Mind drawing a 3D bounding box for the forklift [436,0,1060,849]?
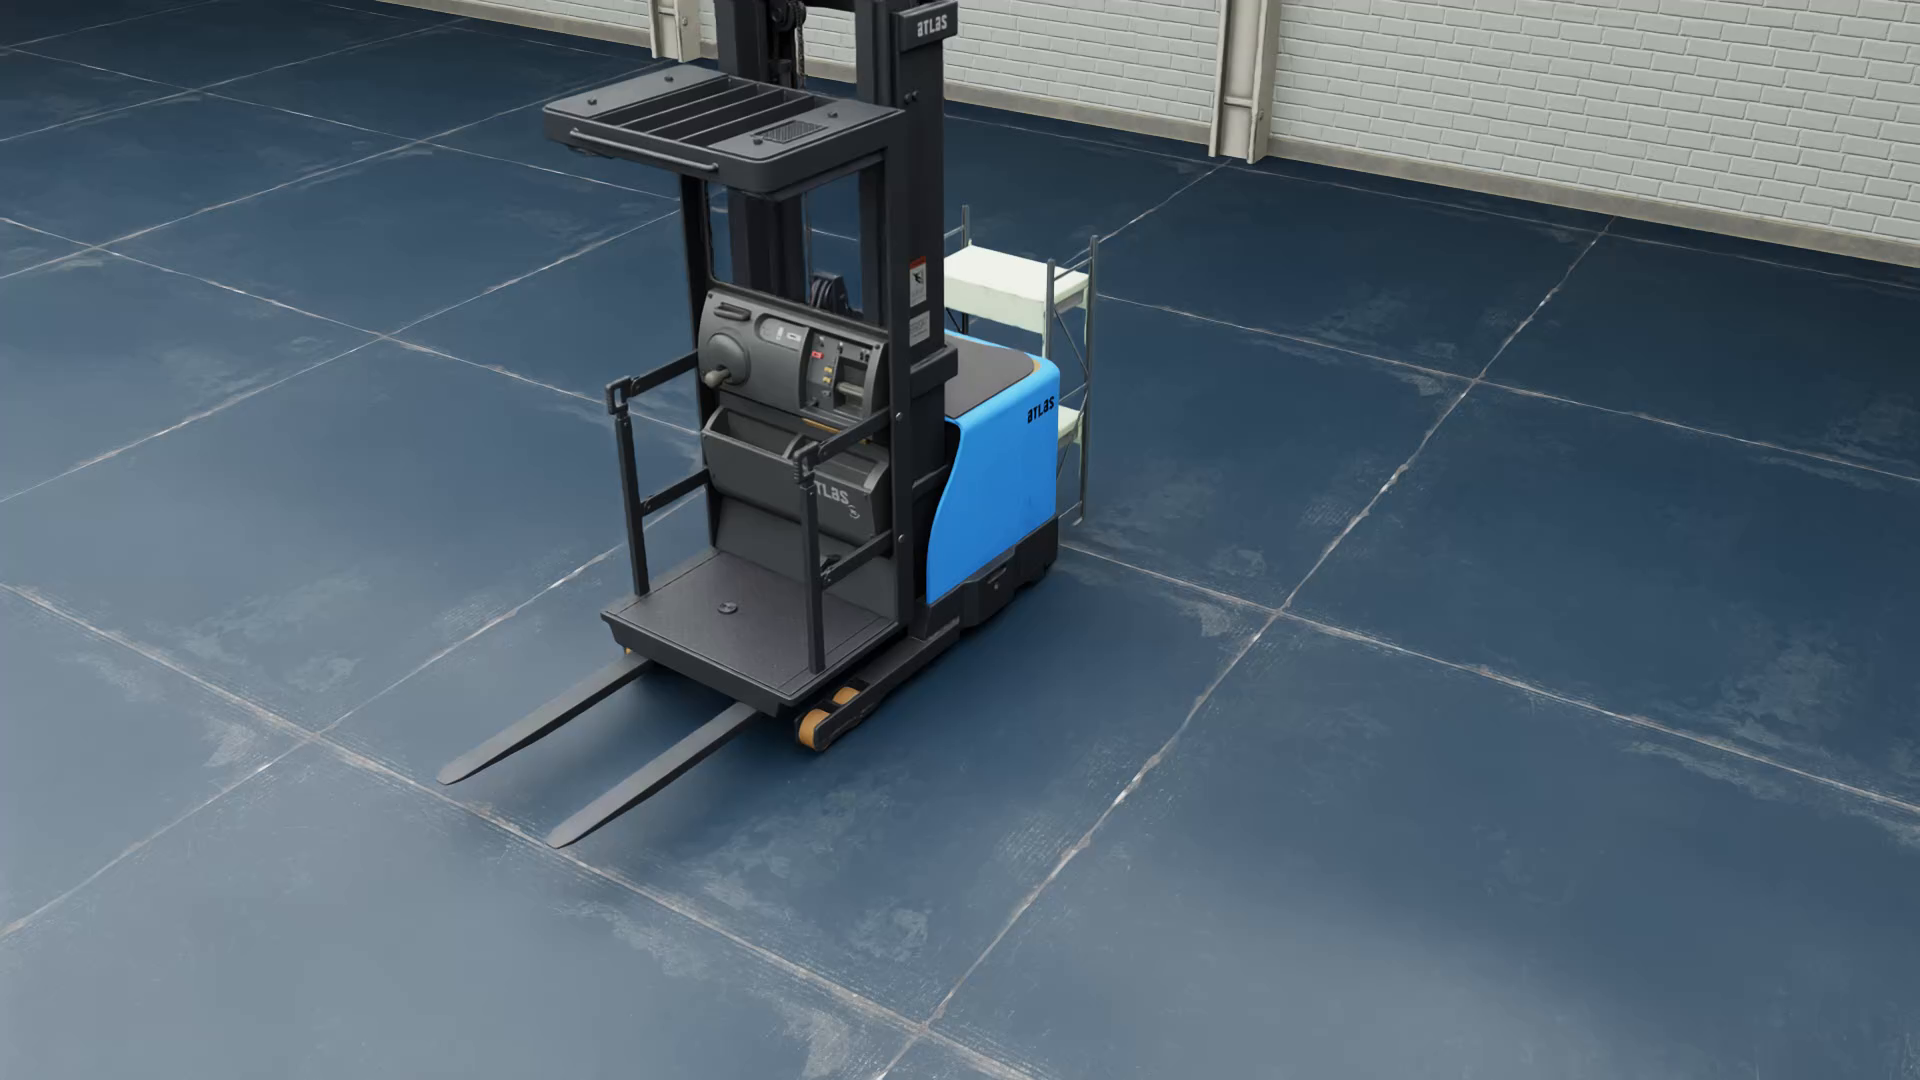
[{"bbox_3d":[-0.811,-0.687,6.520,1.130,2.935,3.031,20,36,31],"label":"forklift"}]

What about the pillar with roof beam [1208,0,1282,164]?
[{"bbox_3d":[0.000,-5.218,8.264,0.400,9.000,9.100,18,35,27],"label":"pillar with roof beam"}]

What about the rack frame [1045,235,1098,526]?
[{"bbox_3d":[0.514,-0.678,7.924,0.023,1.500,0.400,20,36,30],"label":"rack frame"}]

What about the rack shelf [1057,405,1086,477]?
[{"bbox_3d":[0.217,-0.504,8.273,0.720,0.370,0.431,20,36,30],"label":"rack shelf"}]

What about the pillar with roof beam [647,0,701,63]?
[{"bbox_3d":[-5.082,-6.825,11.019,0.400,9.000,9.100,18,35,27],"label":"pillar with roof beam"}]

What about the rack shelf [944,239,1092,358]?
[{"bbox_3d":[0.217,-1.123,7.912,0.720,0.370,0.431,20,36,30],"label":"rack shelf"}]

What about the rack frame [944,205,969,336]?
[{"bbox_3d":[-0.080,-0.894,8.294,0.023,1.500,0.400,20,36,30],"label":"rack frame"}]

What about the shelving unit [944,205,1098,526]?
[{"bbox_3d":[0.217,-0.786,8.109,0.755,1.500,0.431,20,36,30],"label":"shelving unit"}]
